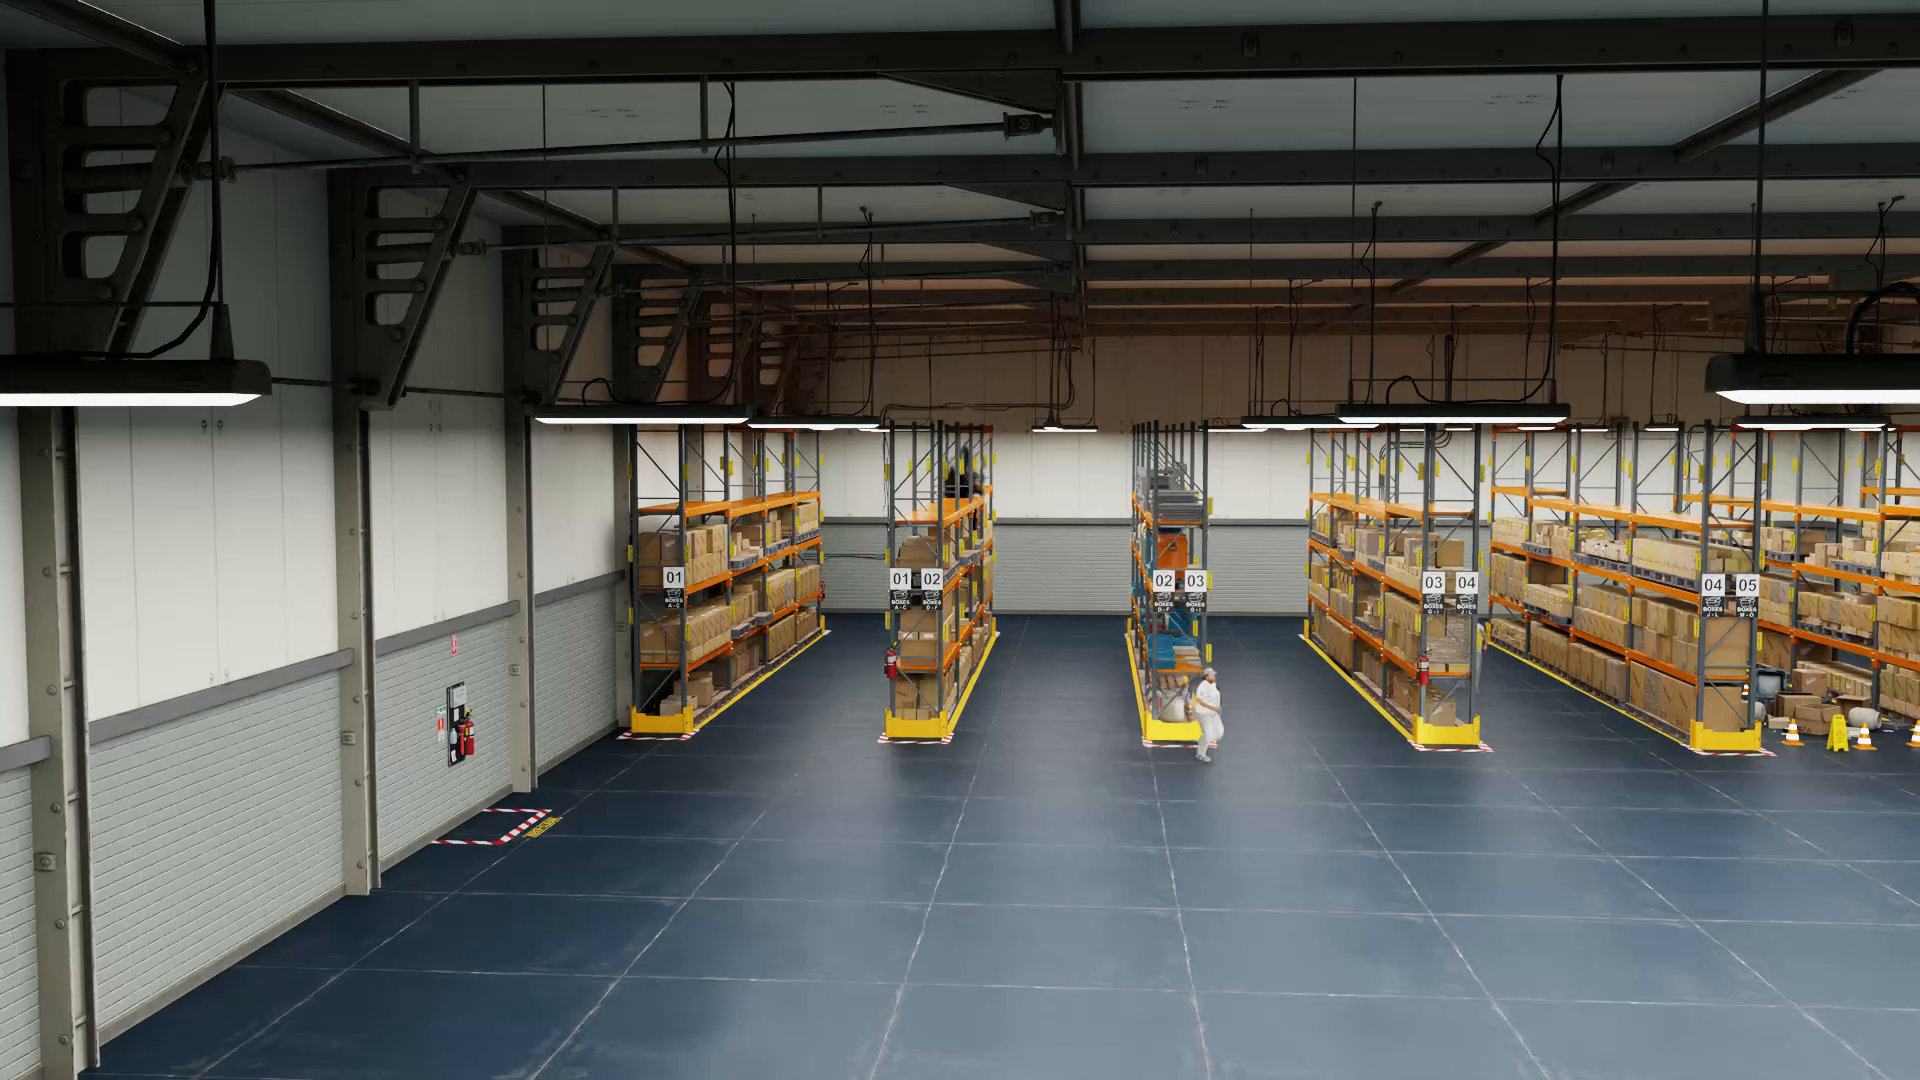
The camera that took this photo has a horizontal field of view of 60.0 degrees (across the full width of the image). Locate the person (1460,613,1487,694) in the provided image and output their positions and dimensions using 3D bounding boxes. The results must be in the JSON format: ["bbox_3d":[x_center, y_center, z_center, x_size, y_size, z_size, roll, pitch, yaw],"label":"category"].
[{"bbox_3d":[11.431,2.501,37.093,0.688,1.791,0.833,0,4,-2],"label":"person"}]

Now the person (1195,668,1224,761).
[{"bbox_3d":[4.397,3.060,29.298,0.568,1.629,0.634,3,5,40],"label":"person"}]

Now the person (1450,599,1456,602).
[{"bbox_3d":[13.368,1.999,45.756,0.669,1.668,0.865,2,4,24],"label":"person"}]
